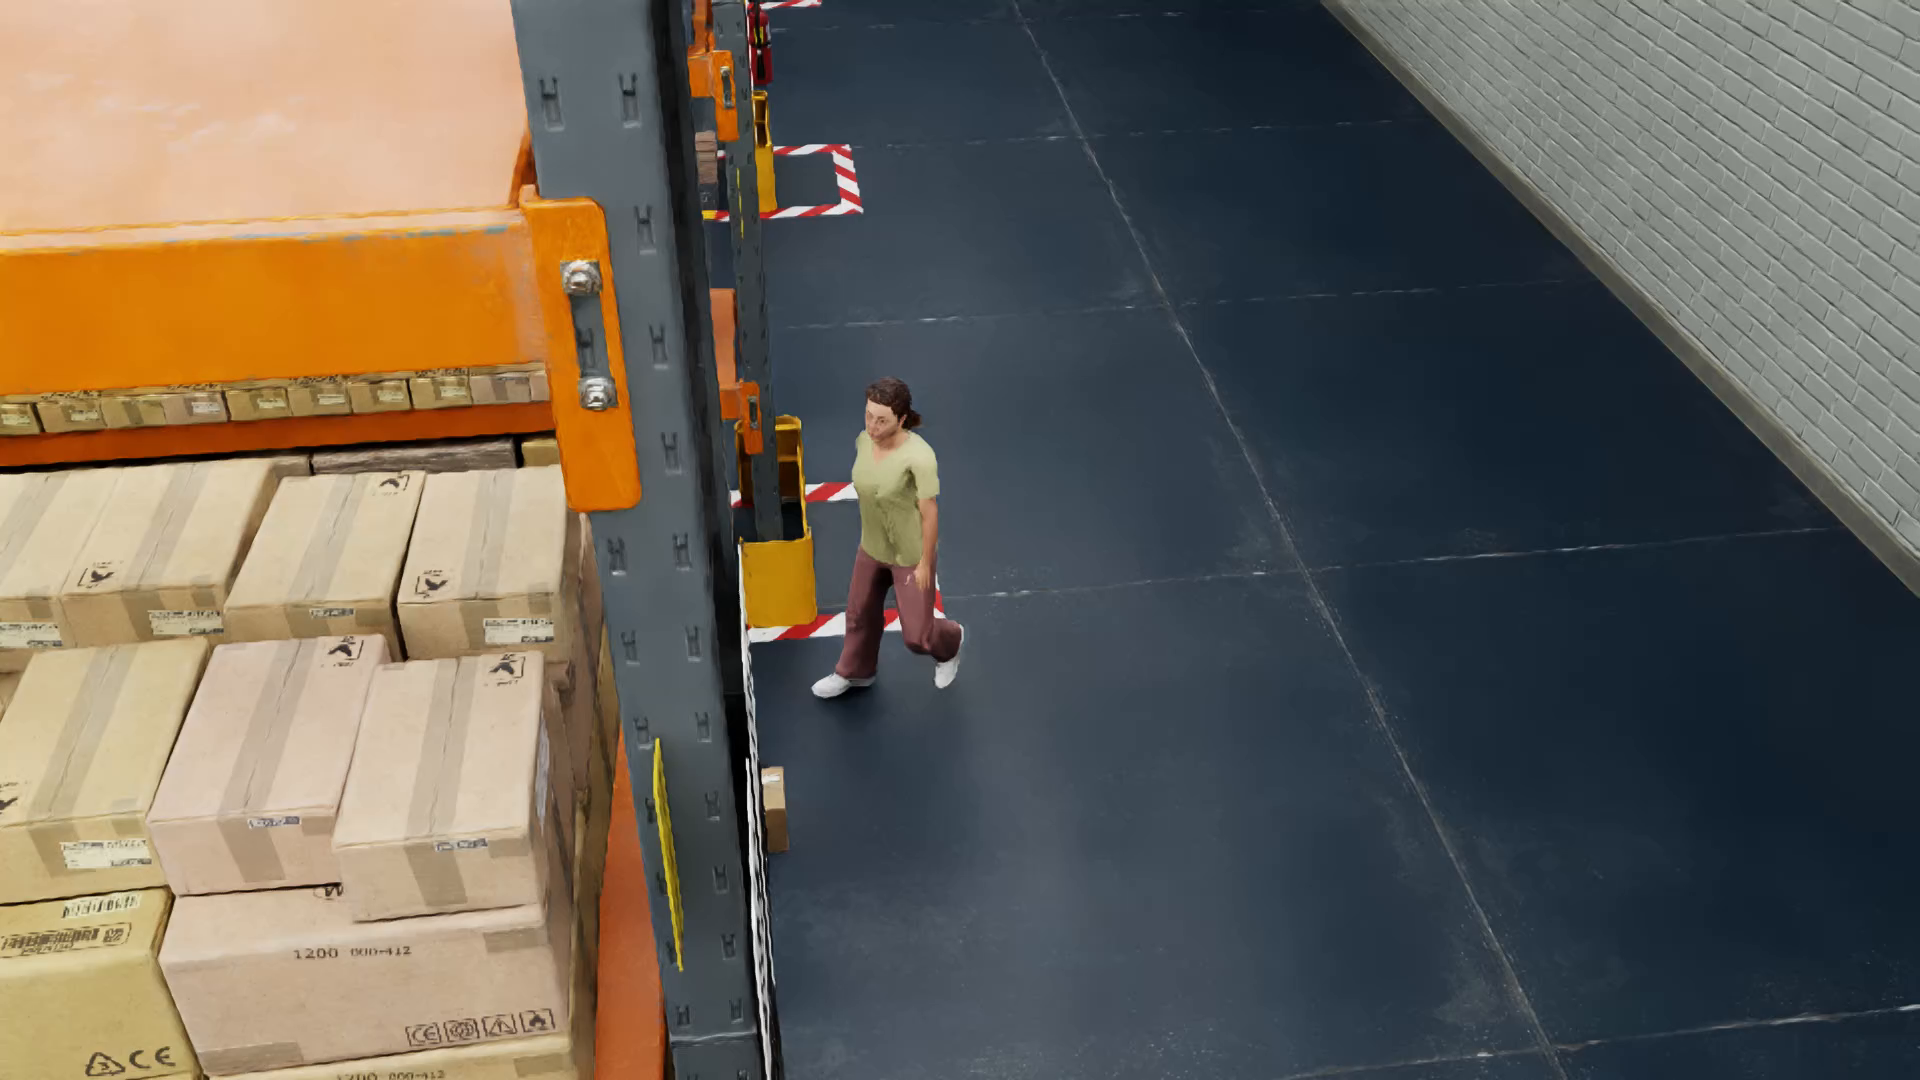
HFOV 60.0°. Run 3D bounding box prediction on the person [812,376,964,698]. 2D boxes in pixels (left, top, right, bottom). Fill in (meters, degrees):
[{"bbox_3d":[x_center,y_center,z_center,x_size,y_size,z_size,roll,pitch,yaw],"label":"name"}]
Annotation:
[{"bbox_3d":[-0.281,0.010,7.234,0.600,1.662,0.589,25,42,31],"label":"person"}]
